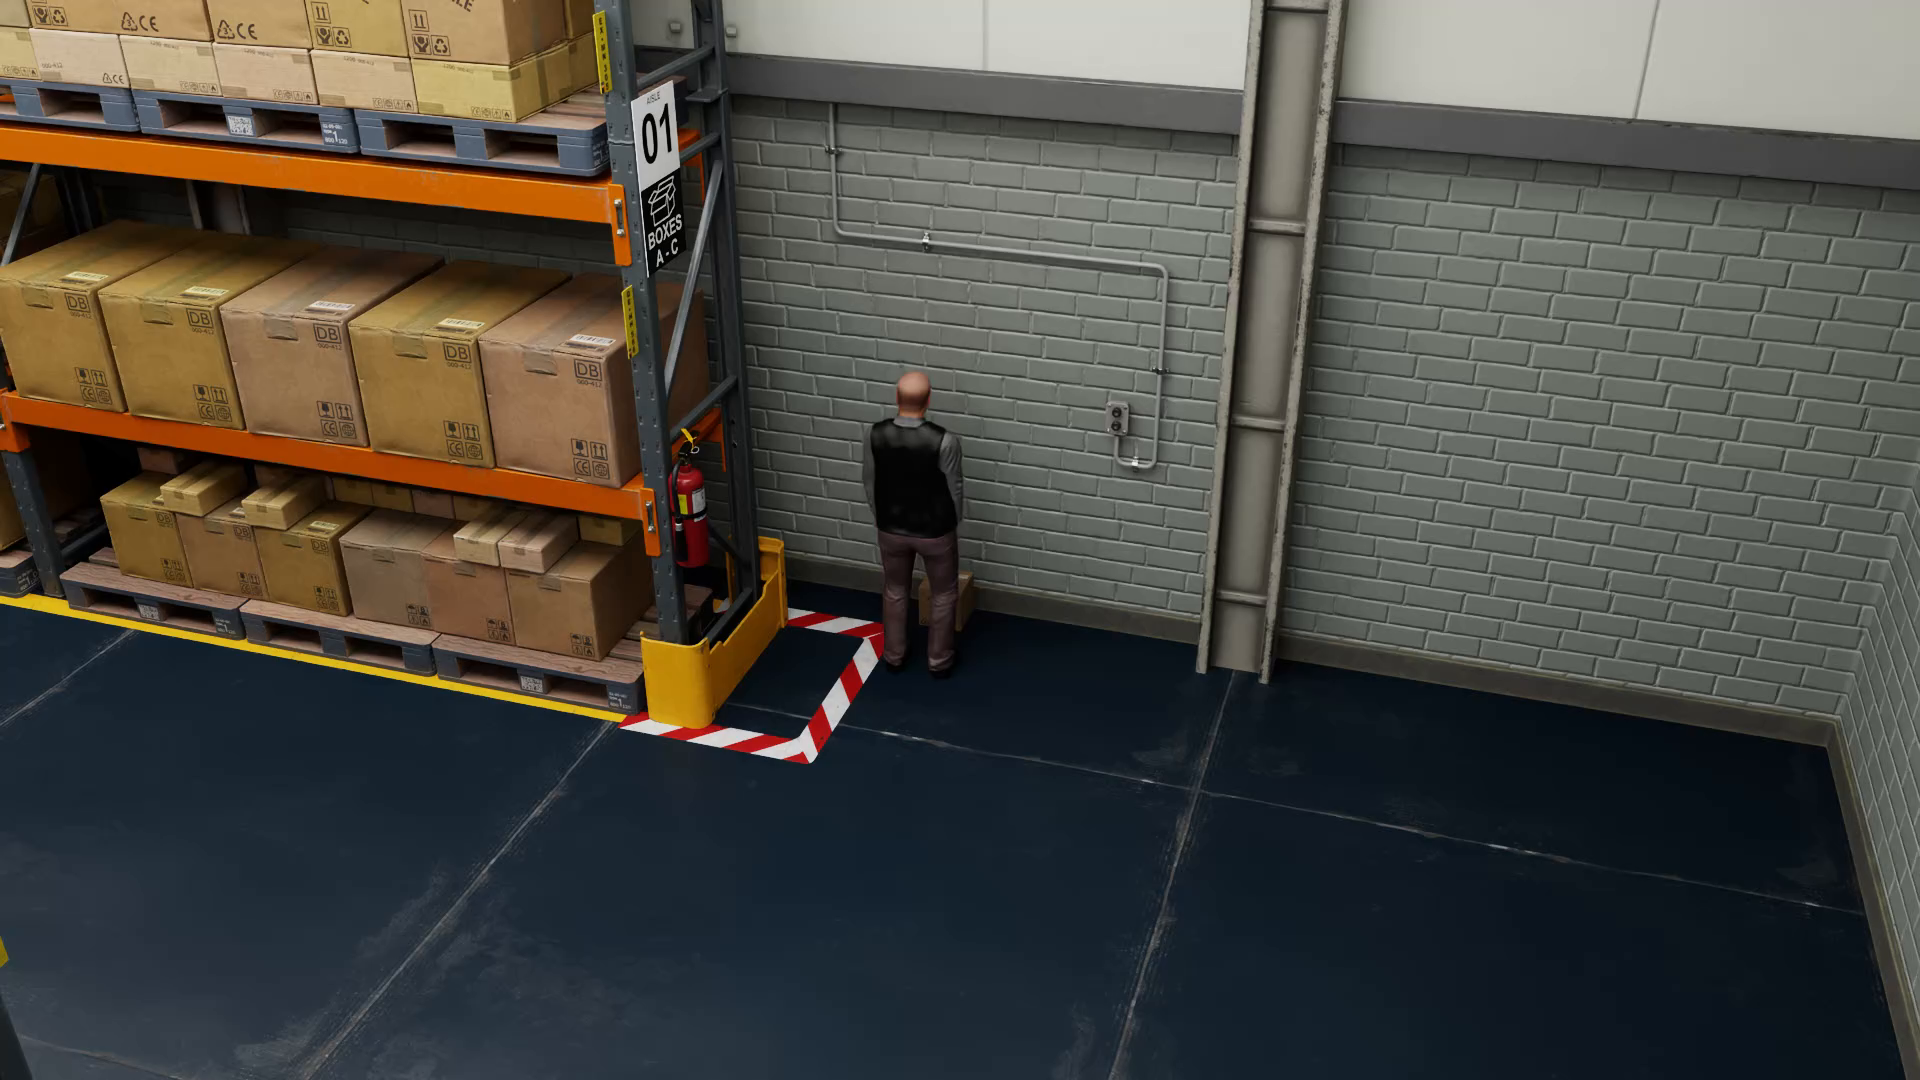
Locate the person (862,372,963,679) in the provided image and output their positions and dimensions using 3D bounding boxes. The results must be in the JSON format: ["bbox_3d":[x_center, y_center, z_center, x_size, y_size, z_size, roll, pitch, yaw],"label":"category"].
[{"bbox_3d":[-0.242,-0.066,8.678,0.540,1.705,0.359,8,30,14],"label":"person"}]
